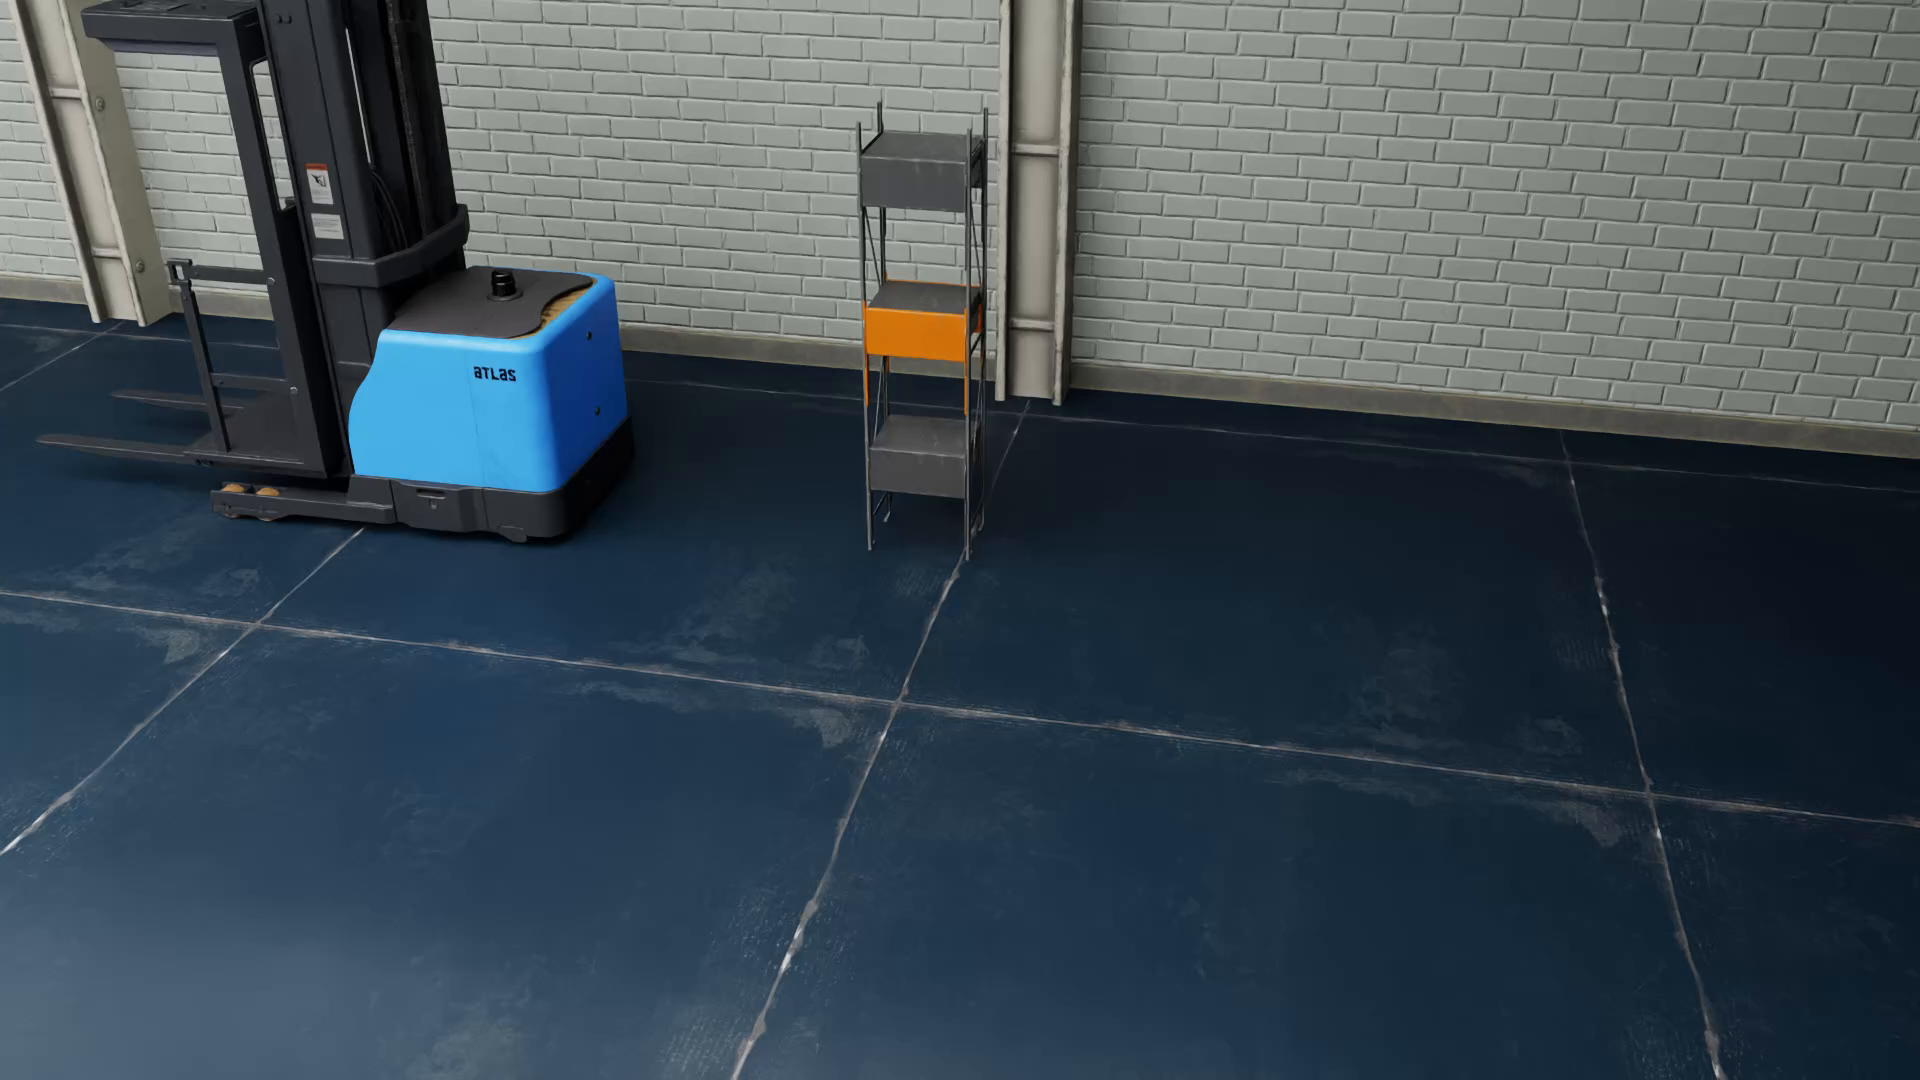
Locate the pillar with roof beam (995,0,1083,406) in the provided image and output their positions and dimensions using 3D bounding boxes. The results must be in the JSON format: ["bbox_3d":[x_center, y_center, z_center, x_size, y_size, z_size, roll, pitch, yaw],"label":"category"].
[{"bbox_3d":[-0.468,-2.799,3.991,0.400,9.000,9.100,6,29,11],"label":"pillar with roof beam"}]

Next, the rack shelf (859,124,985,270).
[{"bbox_3d":[-0.162,-1.540,7.447,0.480,0.518,0.431,6,29,11],"label":"rack shelf"}]

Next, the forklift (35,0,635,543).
[{"bbox_3d":[-3.317,-1.622,8.160,3.031,2.935,1.130,6,29,10],"label":"forklift"}]

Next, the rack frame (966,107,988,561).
[{"bbox_3d":[0.077,-0.913,7.731,0.015,2.100,0.400,6,29,11],"label":"rack frame"}]

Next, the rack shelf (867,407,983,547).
[{"bbox_3d":[-0.162,-0.312,8.119,0.480,0.518,0.431,6,29,11],"label":"rack shelf"}]

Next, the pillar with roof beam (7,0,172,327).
[{"bbox_3d":[-6.336,-3.400,5.090,0.400,9.000,9.100,6,29,11],"label":"pillar with roof beam"}]

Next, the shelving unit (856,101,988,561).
[{"bbox_3d":[-0.162,-0.938,7.776,0.503,2.100,0.431,6,29,11],"label":"shelving unit"}]

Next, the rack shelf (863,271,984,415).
[{"bbox_3d":[-0.162,-0.926,7.783,0.480,0.518,0.431,6,29,11],"label":"rack shelf"}]

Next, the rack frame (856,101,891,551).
[{"bbox_3d":[-0.401,-0.962,7.821,0.015,2.100,0.400,6,29,11],"label":"rack frame"}]
